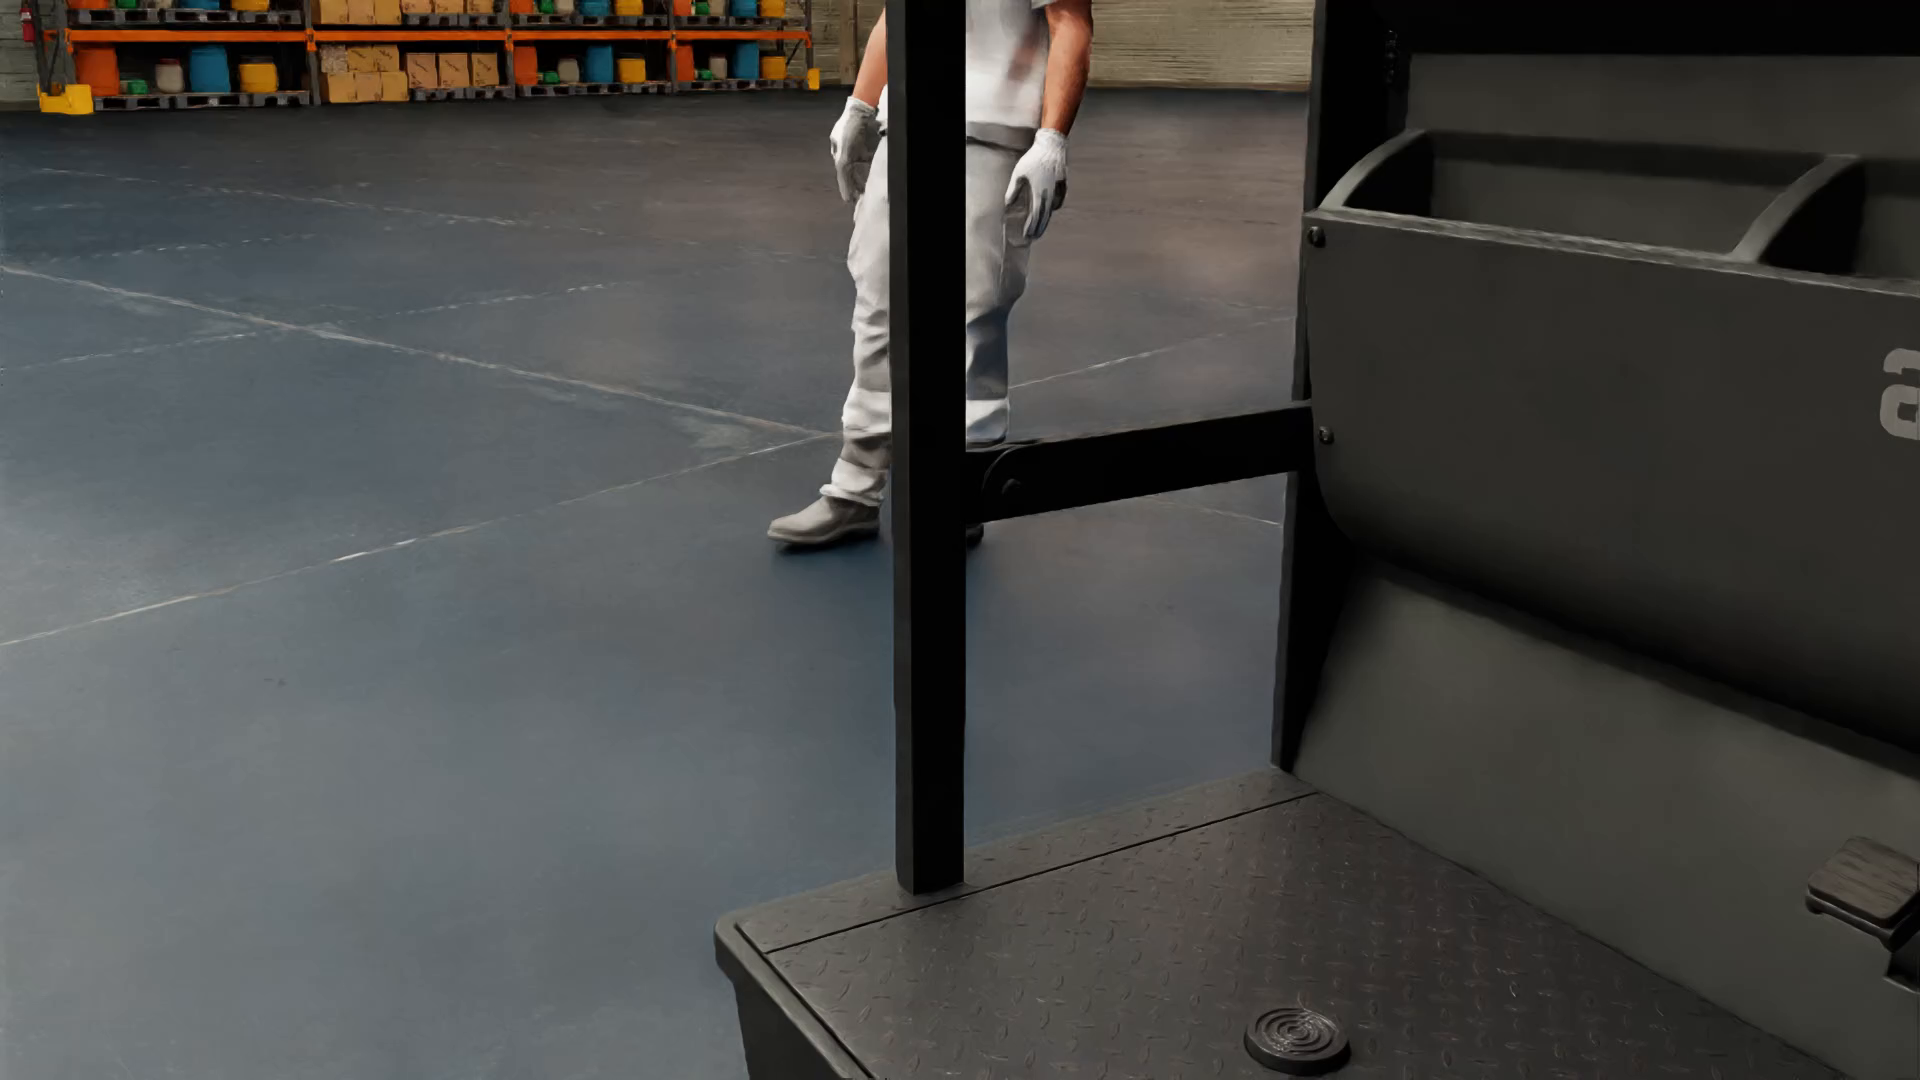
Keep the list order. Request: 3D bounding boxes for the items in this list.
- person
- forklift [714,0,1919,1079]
[{"bbox_3d":[-0.060,-0.847,3.627,0.637,1.787,0.563,13,21,37],"label":"person"},{"bbox_3d":[0.450,-0.642,1.010,3.031,2.935,1.130,-10,19,-29],"label":"forklift"}]
